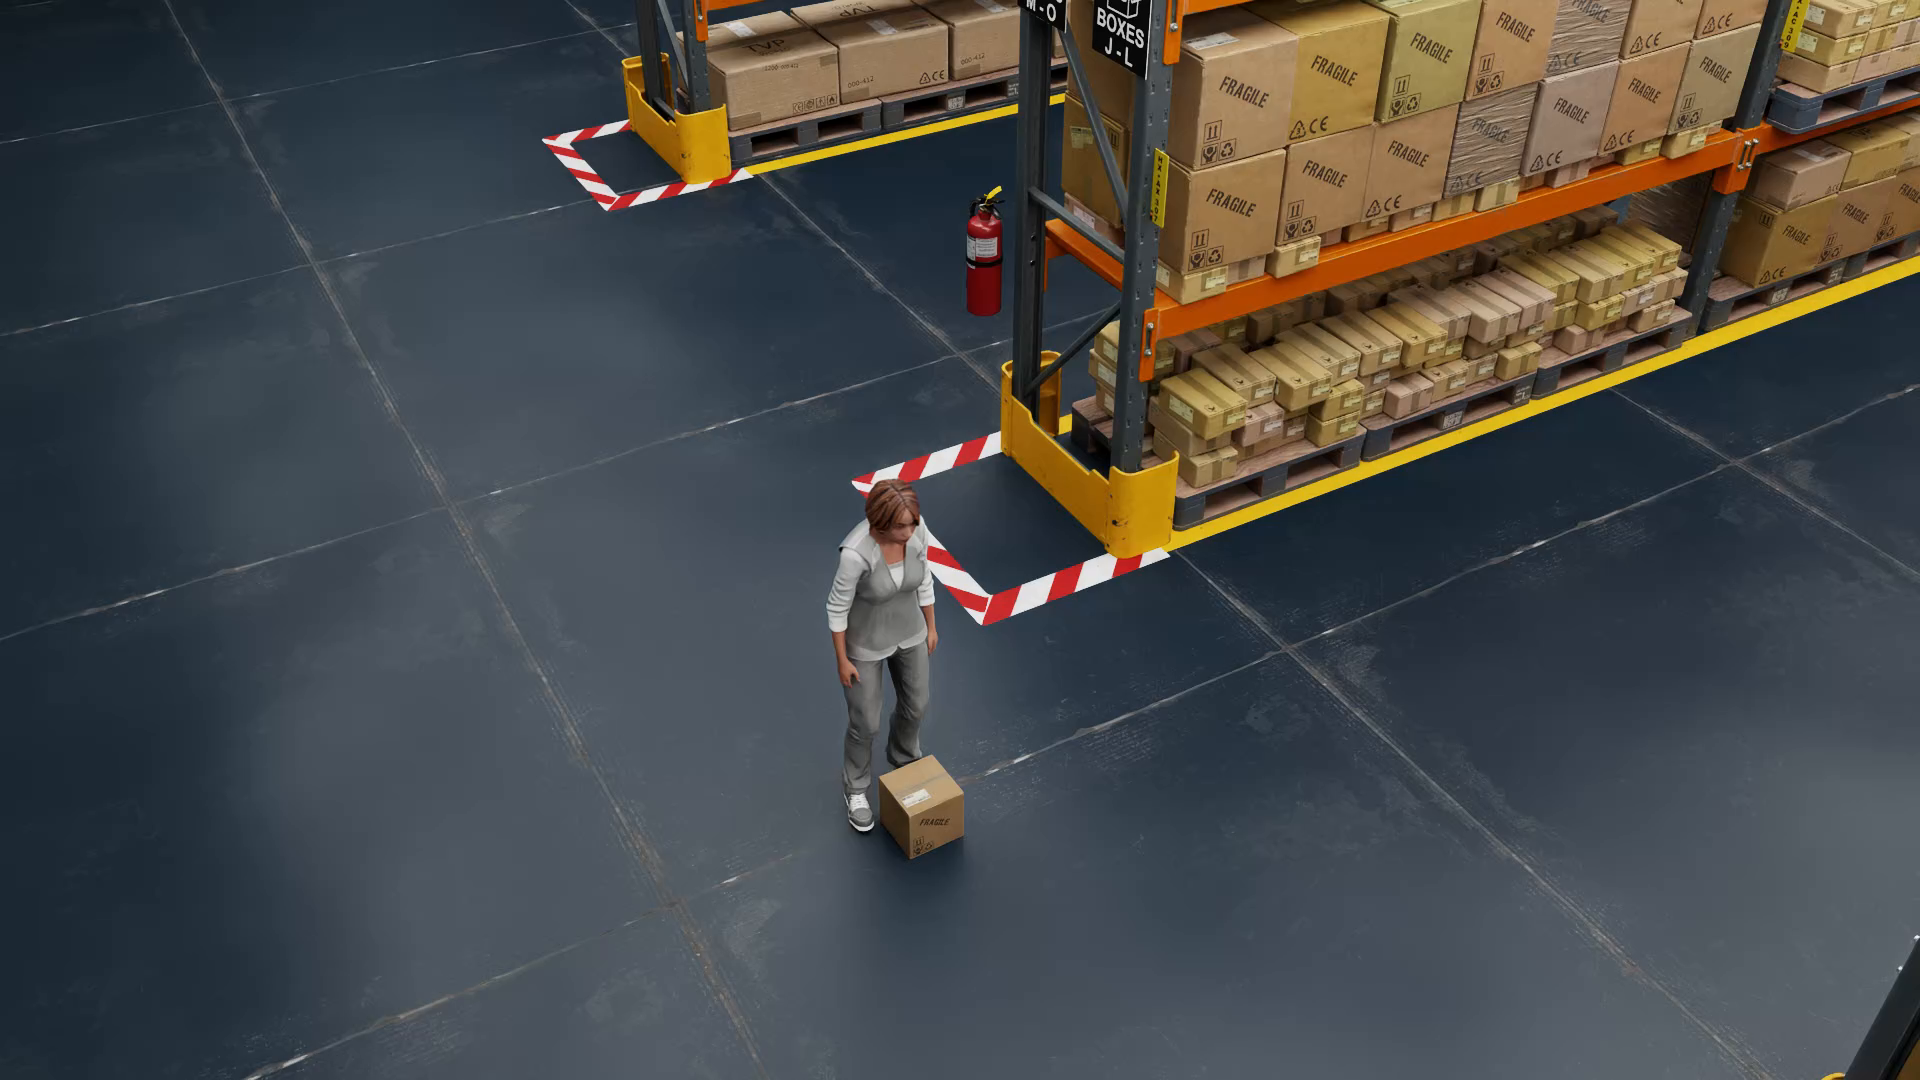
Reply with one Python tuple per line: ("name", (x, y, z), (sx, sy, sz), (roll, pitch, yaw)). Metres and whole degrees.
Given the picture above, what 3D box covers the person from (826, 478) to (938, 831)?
("person", (-0.287, 0.407, 6.403), (0.469, 1.590, 0.348), (-21, 42, -25))
